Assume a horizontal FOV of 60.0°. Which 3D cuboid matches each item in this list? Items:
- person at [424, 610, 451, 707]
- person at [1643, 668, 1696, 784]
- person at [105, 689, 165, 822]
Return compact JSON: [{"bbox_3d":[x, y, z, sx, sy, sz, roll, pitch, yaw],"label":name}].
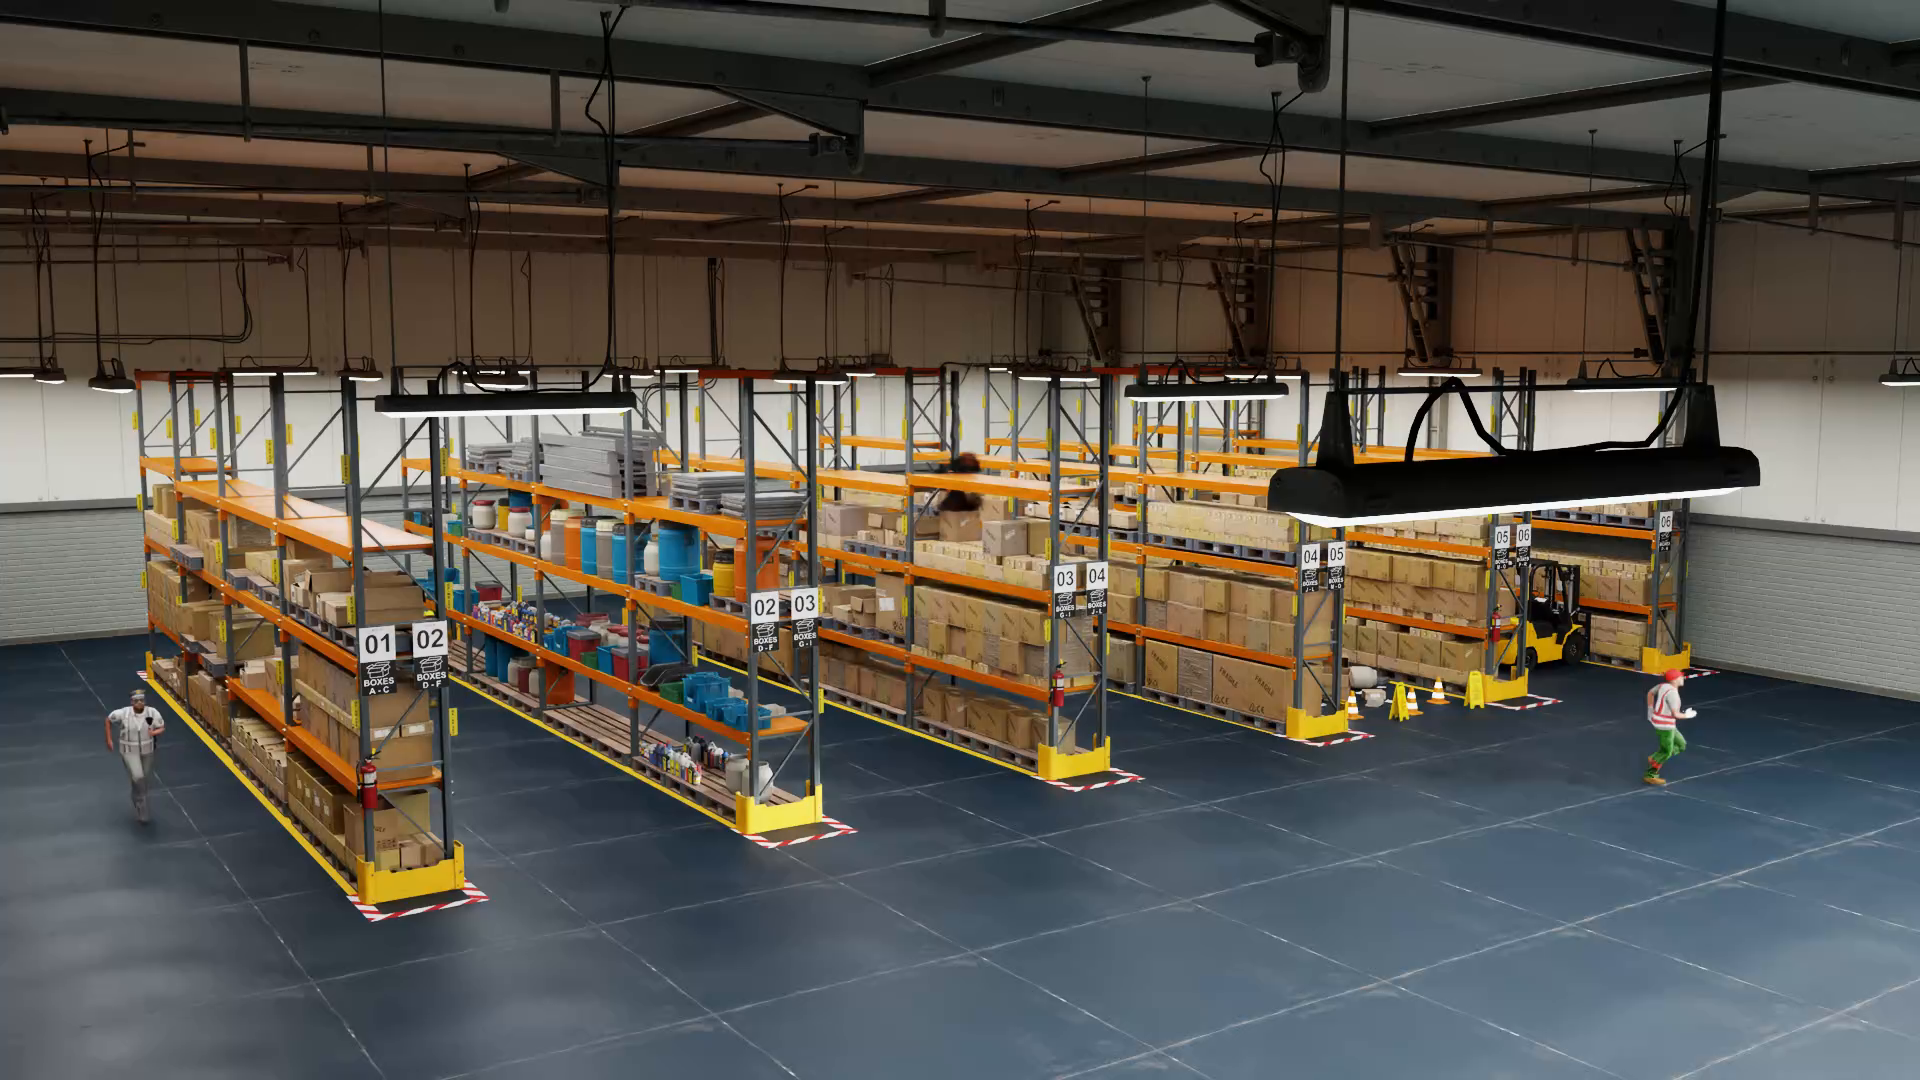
[{"bbox_3d":[-9.510,2.112,29.910,0.748,1.721,0.584,-4,8,-31],"label":"person"},{"bbox_3d":[10.394,2.722,24.329,0.657,1.728,0.707,1,7,12],"label":"person"},{"bbox_3d":[-11.227,2.911,22.695,0.686,1.829,0.876,-5,8,-39],"label":"person"}]
